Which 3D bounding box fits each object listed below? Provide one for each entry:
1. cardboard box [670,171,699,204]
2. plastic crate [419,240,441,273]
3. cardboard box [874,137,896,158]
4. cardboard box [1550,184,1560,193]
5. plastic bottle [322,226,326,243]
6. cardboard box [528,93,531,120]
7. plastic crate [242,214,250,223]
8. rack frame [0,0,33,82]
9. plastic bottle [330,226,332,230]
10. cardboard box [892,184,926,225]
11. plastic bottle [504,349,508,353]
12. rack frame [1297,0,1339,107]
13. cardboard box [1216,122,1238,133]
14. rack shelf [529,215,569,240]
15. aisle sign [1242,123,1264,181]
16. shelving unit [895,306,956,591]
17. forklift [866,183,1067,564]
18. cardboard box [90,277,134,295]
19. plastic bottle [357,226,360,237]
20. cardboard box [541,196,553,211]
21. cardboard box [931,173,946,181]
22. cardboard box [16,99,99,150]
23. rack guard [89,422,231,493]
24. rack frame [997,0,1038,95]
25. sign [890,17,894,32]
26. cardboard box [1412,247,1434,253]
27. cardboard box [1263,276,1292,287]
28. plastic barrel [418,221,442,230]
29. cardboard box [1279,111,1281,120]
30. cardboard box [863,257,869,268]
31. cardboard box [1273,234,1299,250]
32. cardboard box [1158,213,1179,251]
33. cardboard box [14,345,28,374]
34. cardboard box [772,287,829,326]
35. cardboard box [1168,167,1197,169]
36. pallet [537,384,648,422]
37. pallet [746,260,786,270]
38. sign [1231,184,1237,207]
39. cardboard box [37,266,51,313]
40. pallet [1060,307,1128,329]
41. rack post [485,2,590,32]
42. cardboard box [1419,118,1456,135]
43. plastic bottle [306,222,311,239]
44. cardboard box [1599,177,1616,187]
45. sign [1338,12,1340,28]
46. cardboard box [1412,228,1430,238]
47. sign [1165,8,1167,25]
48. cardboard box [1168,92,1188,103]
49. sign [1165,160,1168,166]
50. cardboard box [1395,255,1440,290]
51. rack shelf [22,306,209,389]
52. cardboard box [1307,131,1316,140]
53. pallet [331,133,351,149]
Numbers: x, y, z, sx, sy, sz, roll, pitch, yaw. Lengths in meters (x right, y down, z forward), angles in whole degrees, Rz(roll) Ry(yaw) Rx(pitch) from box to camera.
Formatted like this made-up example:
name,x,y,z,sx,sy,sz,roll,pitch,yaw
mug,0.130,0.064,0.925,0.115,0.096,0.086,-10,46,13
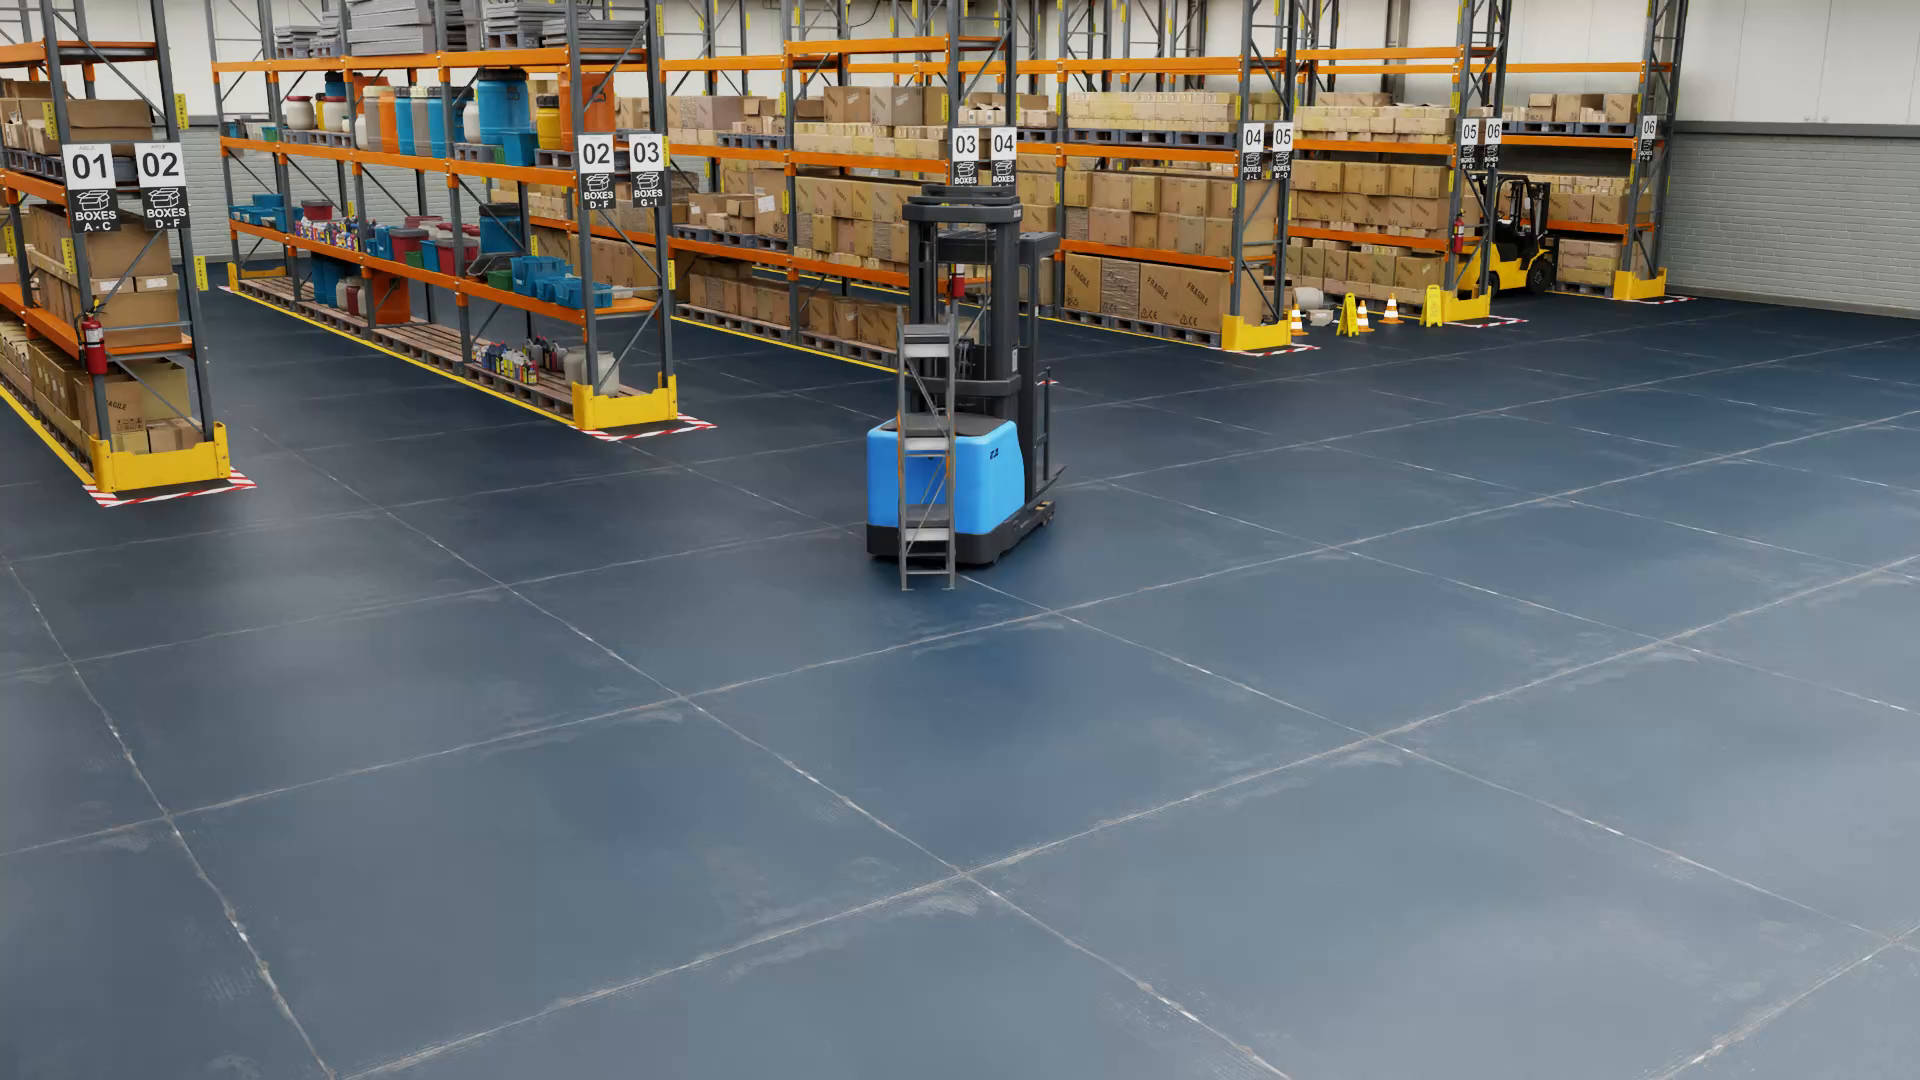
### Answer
name,x,y,z,sx,sy,sz,roll,pitch,yaw
cardboard box,-4.843,-5.954,28.059,0.797,0.503,0.637,-10,18,-33
plastic crate,-6.981,-3.820,22.382,0.392,0.384,0.575,-11,19,-35
cardboard box,-0.802,-5.210,22.032,0.500,0.250,0.500,-10,18,-33
cardboard box,11.102,-6.526,30.821,0.380,0.149,0.250,-11,19,-34
plastic bottle,-10.036,-4.832,26.291,0.097,0.271,0.097,0,15,0
cardboard box,-8.204,-8.373,32.130,0.700,0.500,0.500,-12,20,-38
plastic crate,-12.737,-5.775,29.879,0.250,0.136,0.298,-11,19,-35
rack frame,-12.441,-6.620,21.218,1.000,3.000,0.127,-11,19,-35
plastic bottle,-9.825,-4.780,26.080,0.061,0.283,0.133,-11,19,-35
cardboard box,-0.544,-4.414,21.875,0.500,0.500,0.500,-11,19,-35
plastic bottle,-5.759,-2.288,21.088,0.097,0.271,0.097,0,15,0
rack frame,7.603,-10.466,35.271,1.000,3.000,0.127,-11,19,-35
cardboard box,3.880,-5.898,23.753,0.380,0.149,0.250,-11,19,-35
rack shelf,-7.954,-6.198,32.401,1.077,0.370,4.000,-11,19,-35
aisle sign,4.148,-5.496,23.549,0.394,0.787,0.004,-11,19,-35
shelving unit,-0.260,-0.692,12.624,0.431,2.100,0.503,-1,16,-4
forklift,0.205,-1.571,14.263,1.130,2.935,3.031,5,16,18
cardboard box,-8.116,-2.431,15.859,0.380,0.149,0.250,-11,19,-35
plastic bottle,-9.654,-4.965,26.780,0.097,0.271,0.097,0,15,0
cardboard box,-7.556,-6.352,31.324,0.500,0.250,0.500,-10,18,-33
cardboard box,-0.099,-6.445,29.858,0.700,0.500,0.500,-11,19,-35
cardboard box,-9.223,-4.268,17.049,0.797,0.503,0.637,-9,17,-28
rack guard,-7.723,-0.808,16.080,1.175,0.500,0.348,-11,19,-35
rack frame,1.238,-10.549,35.574,1.000,3.000,0.127,-11,19,-35
sign,-1.566,-11.846,38.240,0.100,0.325,0.005,-11,19,-35
cardboard box,9.639,-5.886,33.601,0.875,0.625,0.625,-10,18,-32
cardboard box,5.471,-4.303,28.846,0.500,0.500,0.500,1,15,4
plastic barrel,-7.655,-4.362,24.120,0.421,0.512,0.421,0,15,0
cardboard box,5.481,-7.627,30.066,0.500,0.250,0.500,-11,19,-36
cardboard box,-1.114,-3.831,22.867,0.380,0.149,0.250,-11,19,-35
cardboard box,7.180,-6.627,36.545,0.500,0.500,0.500,-10,18,-33
cardboard box,3.526,-4.701,25.286,0.875,0.550,0.550,-11,19,-35
cardboard box,-10.870,-2.171,19.678,0.500,0.311,0.500,-10,18,-33
cardboard box,-2.418,-3.550,25.267,0.700,0.500,0.500,-13,20,-39
cardboard box,4.395,-7.033,32.543,0.500,0.500,0.500,-11,19,-35
pallet,-4.285,-1.625,19.612,1.003,0.211,1.213,-11,19,-35
pallet,-3.851,-5.920,35.304,1.003,0.211,1.213,-11,19,-35
sign,3.902,-4.895,23.636,0.100,0.325,0.005,-11,19,-35
cardboard box,-9.823,-2.827,18.533,0.700,0.500,0.500,-11,19,-36
pallet,2.381,-3.638,26.969,1.003,0.211,1.213,-11,19,-35
rack post,-4.893,-6.052,19.286,0.937,0.300,0.954,-11,19,-36
cardboard box,7.775,-6.679,26.834,0.500,0.250,0.500,-11,19,-35
plastic bottle,-10.559,-5.022,26.985,0.097,0.271,0.097,0,15,0
cardboard box,11.755,-6.461,30.018,0.380,0.149,0.250,-11,19,-34
sign,8.050,-11.080,35.444,0.100,0.325,0.005,-11,19,-35
cardboard box,7.662,-5.056,27.342,0.380,0.149,0.250,-11,19,-35
sign,4.023,-10.270,32.635,0.100,0.325,0.005,-11,19,-35
cardboard box,3.281,-6.501,24.443,0.380,0.149,0.250,-11,19,-34
sign,4.817,-8.759,38.756,0.100,0.325,0.005,-11,19,-35
cardboard box,7.612,-4.462,27.689,0.500,0.500,0.500,-11,19,-34
rack shelf,-8.913,-2.098,17.424,1.077,0.370,4.000,-11,19,-35
cardboard box,6.271,-7.068,29.012,0.380,0.149,0.250,-11,19,-34
pallet,-8.803,-6.029,25.097,1.003,0.211,1.213,-11,19,-35
